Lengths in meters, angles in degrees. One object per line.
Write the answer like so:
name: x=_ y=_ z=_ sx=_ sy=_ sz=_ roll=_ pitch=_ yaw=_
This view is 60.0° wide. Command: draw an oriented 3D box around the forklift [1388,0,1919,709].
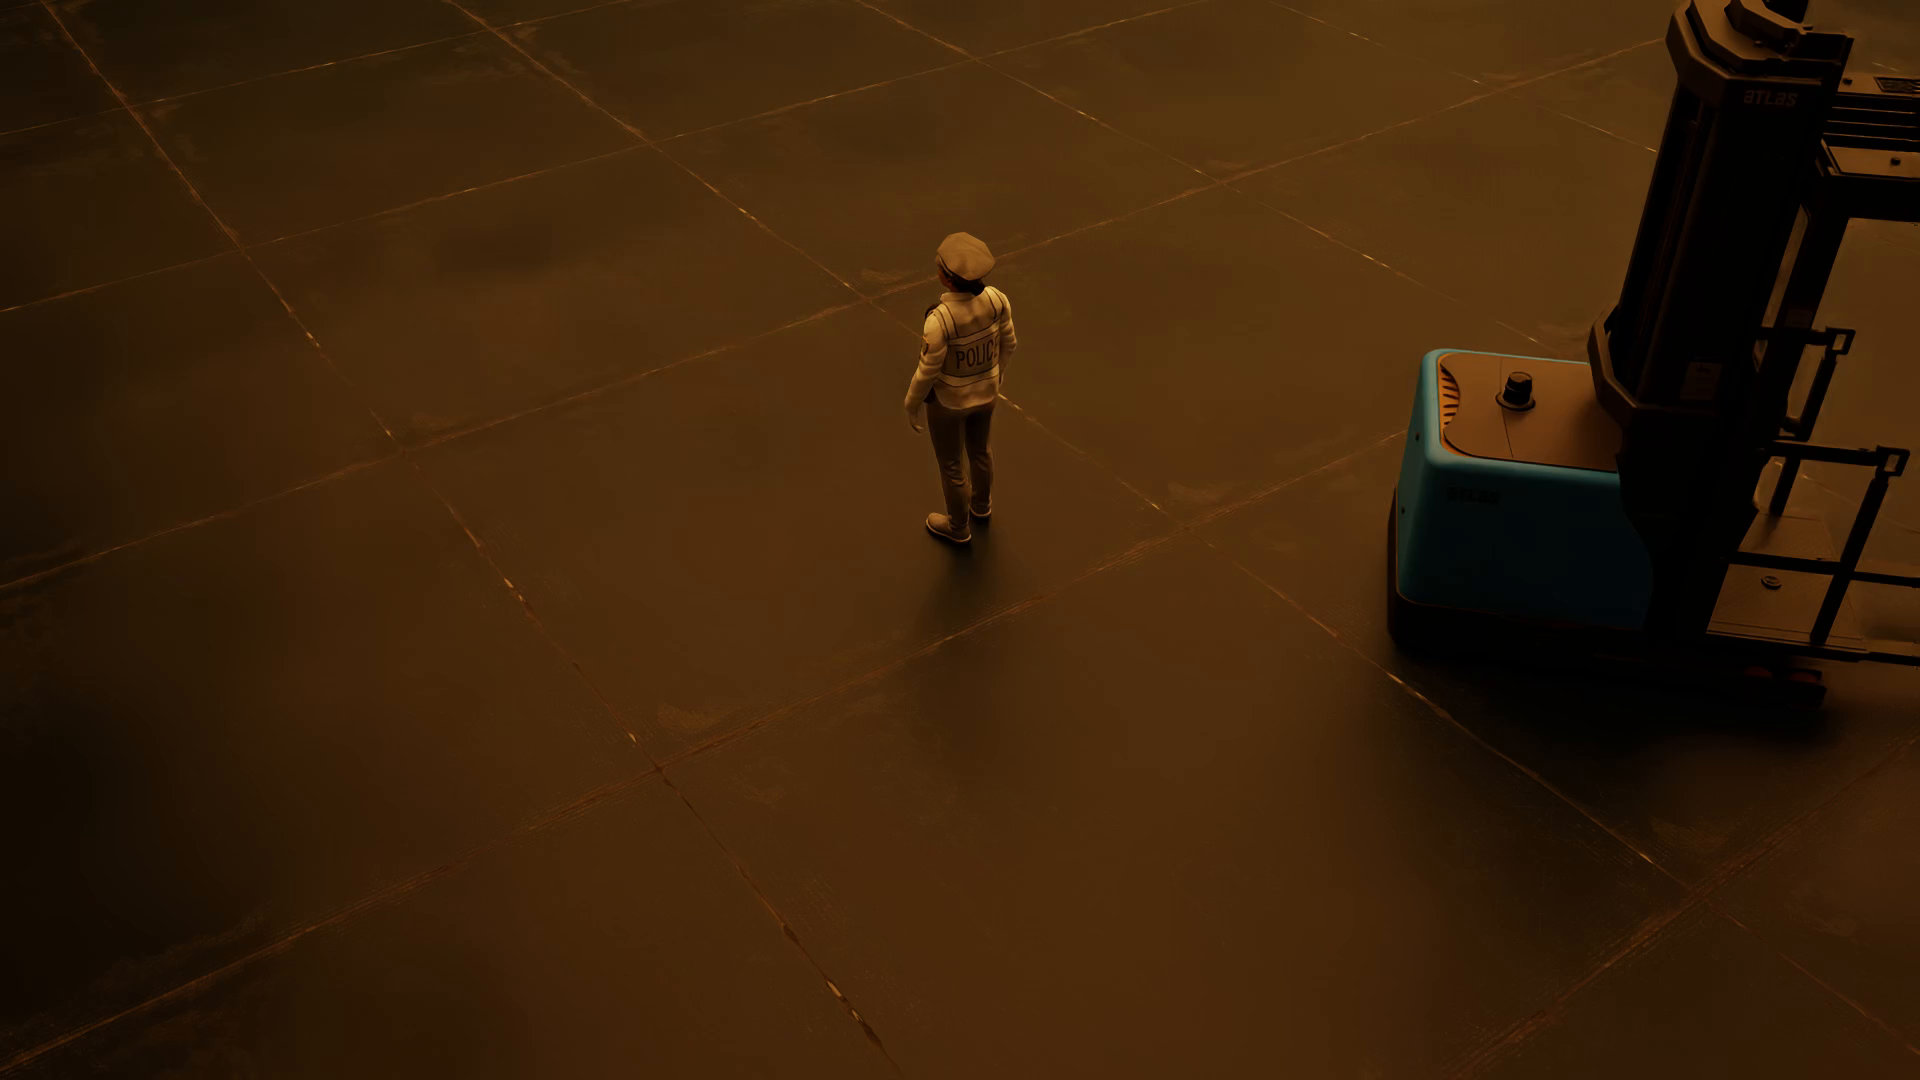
forklift: x=3.560 y=-0.772 z=6.989 sx=3.031 sy=2.935 sz=1.130 roll=7 pitch=37 yaw=9

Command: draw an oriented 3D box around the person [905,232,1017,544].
person: x=-0.031 y=-0.723 z=7.950 sx=0.581 sy=1.696 sz=0.534 roll=-23 pitch=42 yaw=-28
